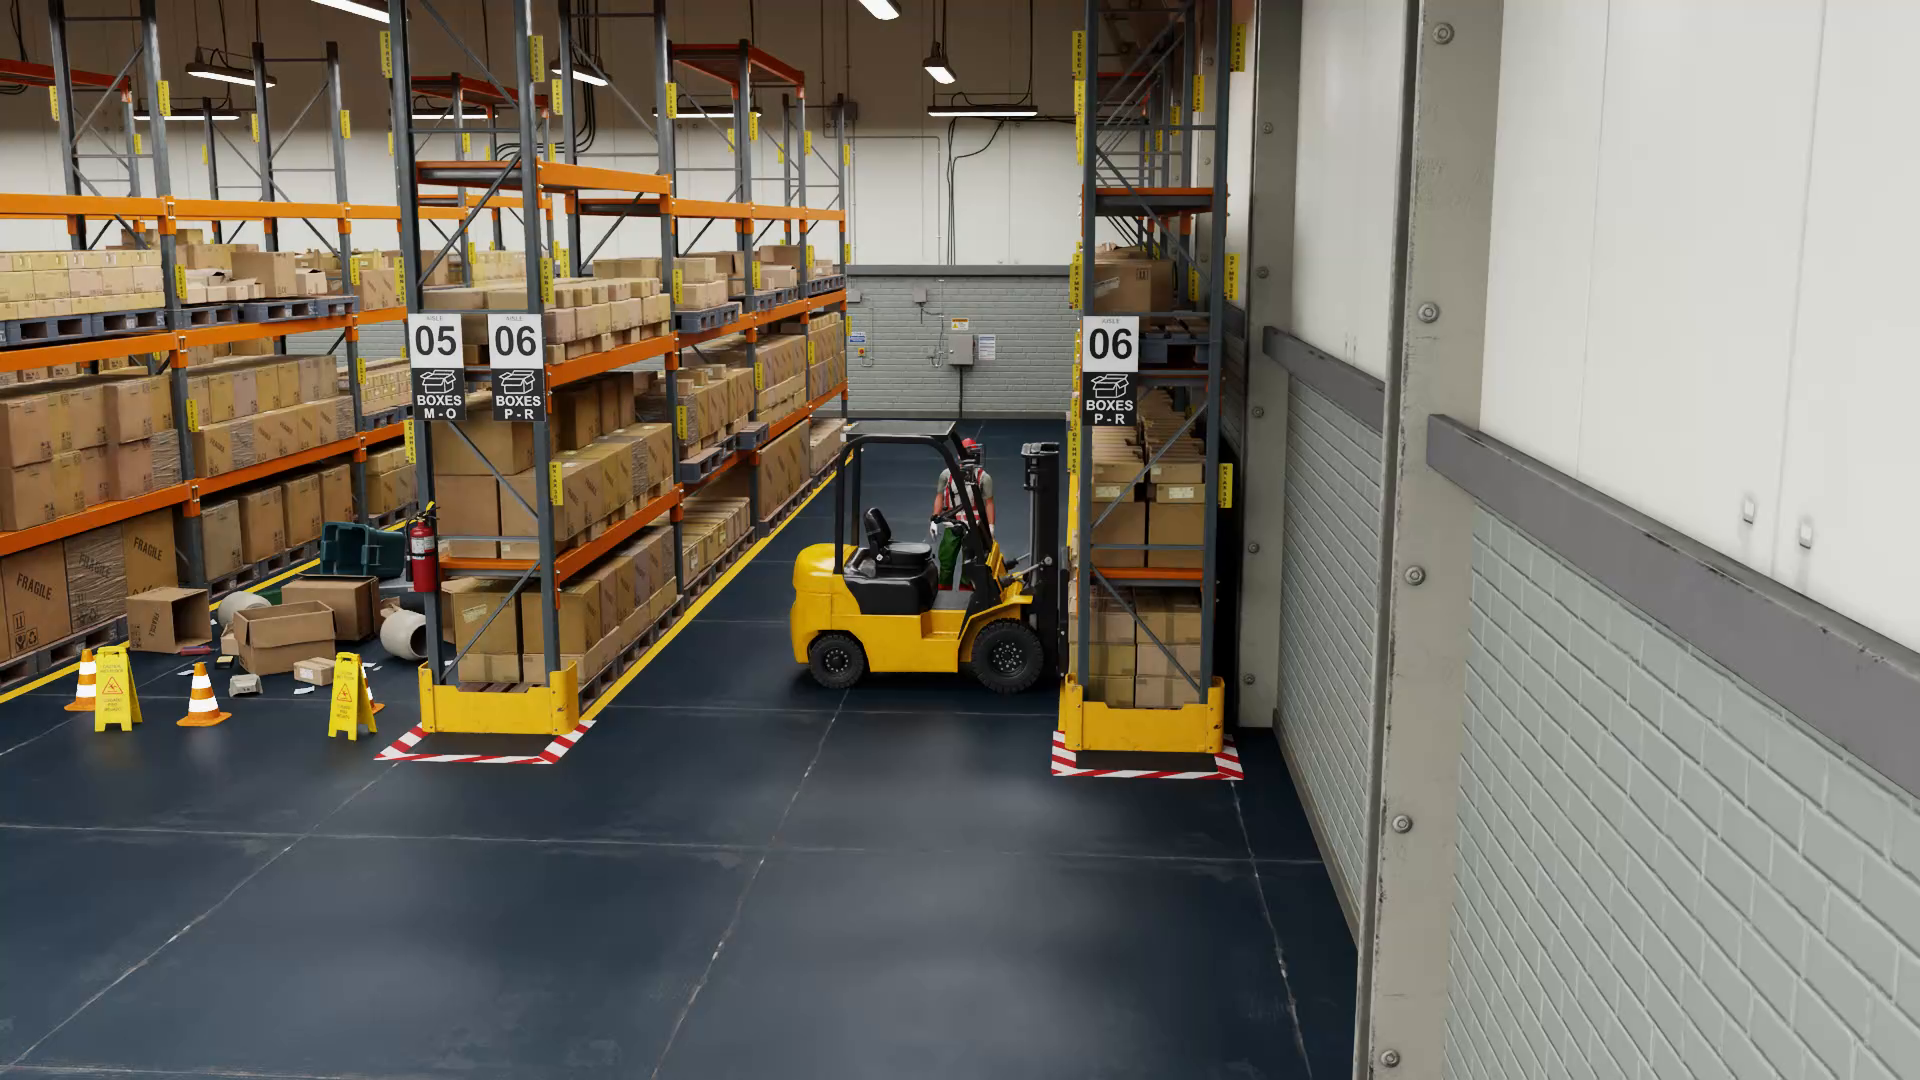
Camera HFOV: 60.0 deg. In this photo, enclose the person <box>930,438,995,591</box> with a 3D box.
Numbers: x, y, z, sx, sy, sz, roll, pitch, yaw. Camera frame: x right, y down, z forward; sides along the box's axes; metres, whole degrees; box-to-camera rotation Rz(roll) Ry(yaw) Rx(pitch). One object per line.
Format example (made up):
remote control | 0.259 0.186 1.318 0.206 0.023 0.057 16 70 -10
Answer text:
person | 0.022 -0.089 16.282 0.638 1.789 0.562 1 11 4
